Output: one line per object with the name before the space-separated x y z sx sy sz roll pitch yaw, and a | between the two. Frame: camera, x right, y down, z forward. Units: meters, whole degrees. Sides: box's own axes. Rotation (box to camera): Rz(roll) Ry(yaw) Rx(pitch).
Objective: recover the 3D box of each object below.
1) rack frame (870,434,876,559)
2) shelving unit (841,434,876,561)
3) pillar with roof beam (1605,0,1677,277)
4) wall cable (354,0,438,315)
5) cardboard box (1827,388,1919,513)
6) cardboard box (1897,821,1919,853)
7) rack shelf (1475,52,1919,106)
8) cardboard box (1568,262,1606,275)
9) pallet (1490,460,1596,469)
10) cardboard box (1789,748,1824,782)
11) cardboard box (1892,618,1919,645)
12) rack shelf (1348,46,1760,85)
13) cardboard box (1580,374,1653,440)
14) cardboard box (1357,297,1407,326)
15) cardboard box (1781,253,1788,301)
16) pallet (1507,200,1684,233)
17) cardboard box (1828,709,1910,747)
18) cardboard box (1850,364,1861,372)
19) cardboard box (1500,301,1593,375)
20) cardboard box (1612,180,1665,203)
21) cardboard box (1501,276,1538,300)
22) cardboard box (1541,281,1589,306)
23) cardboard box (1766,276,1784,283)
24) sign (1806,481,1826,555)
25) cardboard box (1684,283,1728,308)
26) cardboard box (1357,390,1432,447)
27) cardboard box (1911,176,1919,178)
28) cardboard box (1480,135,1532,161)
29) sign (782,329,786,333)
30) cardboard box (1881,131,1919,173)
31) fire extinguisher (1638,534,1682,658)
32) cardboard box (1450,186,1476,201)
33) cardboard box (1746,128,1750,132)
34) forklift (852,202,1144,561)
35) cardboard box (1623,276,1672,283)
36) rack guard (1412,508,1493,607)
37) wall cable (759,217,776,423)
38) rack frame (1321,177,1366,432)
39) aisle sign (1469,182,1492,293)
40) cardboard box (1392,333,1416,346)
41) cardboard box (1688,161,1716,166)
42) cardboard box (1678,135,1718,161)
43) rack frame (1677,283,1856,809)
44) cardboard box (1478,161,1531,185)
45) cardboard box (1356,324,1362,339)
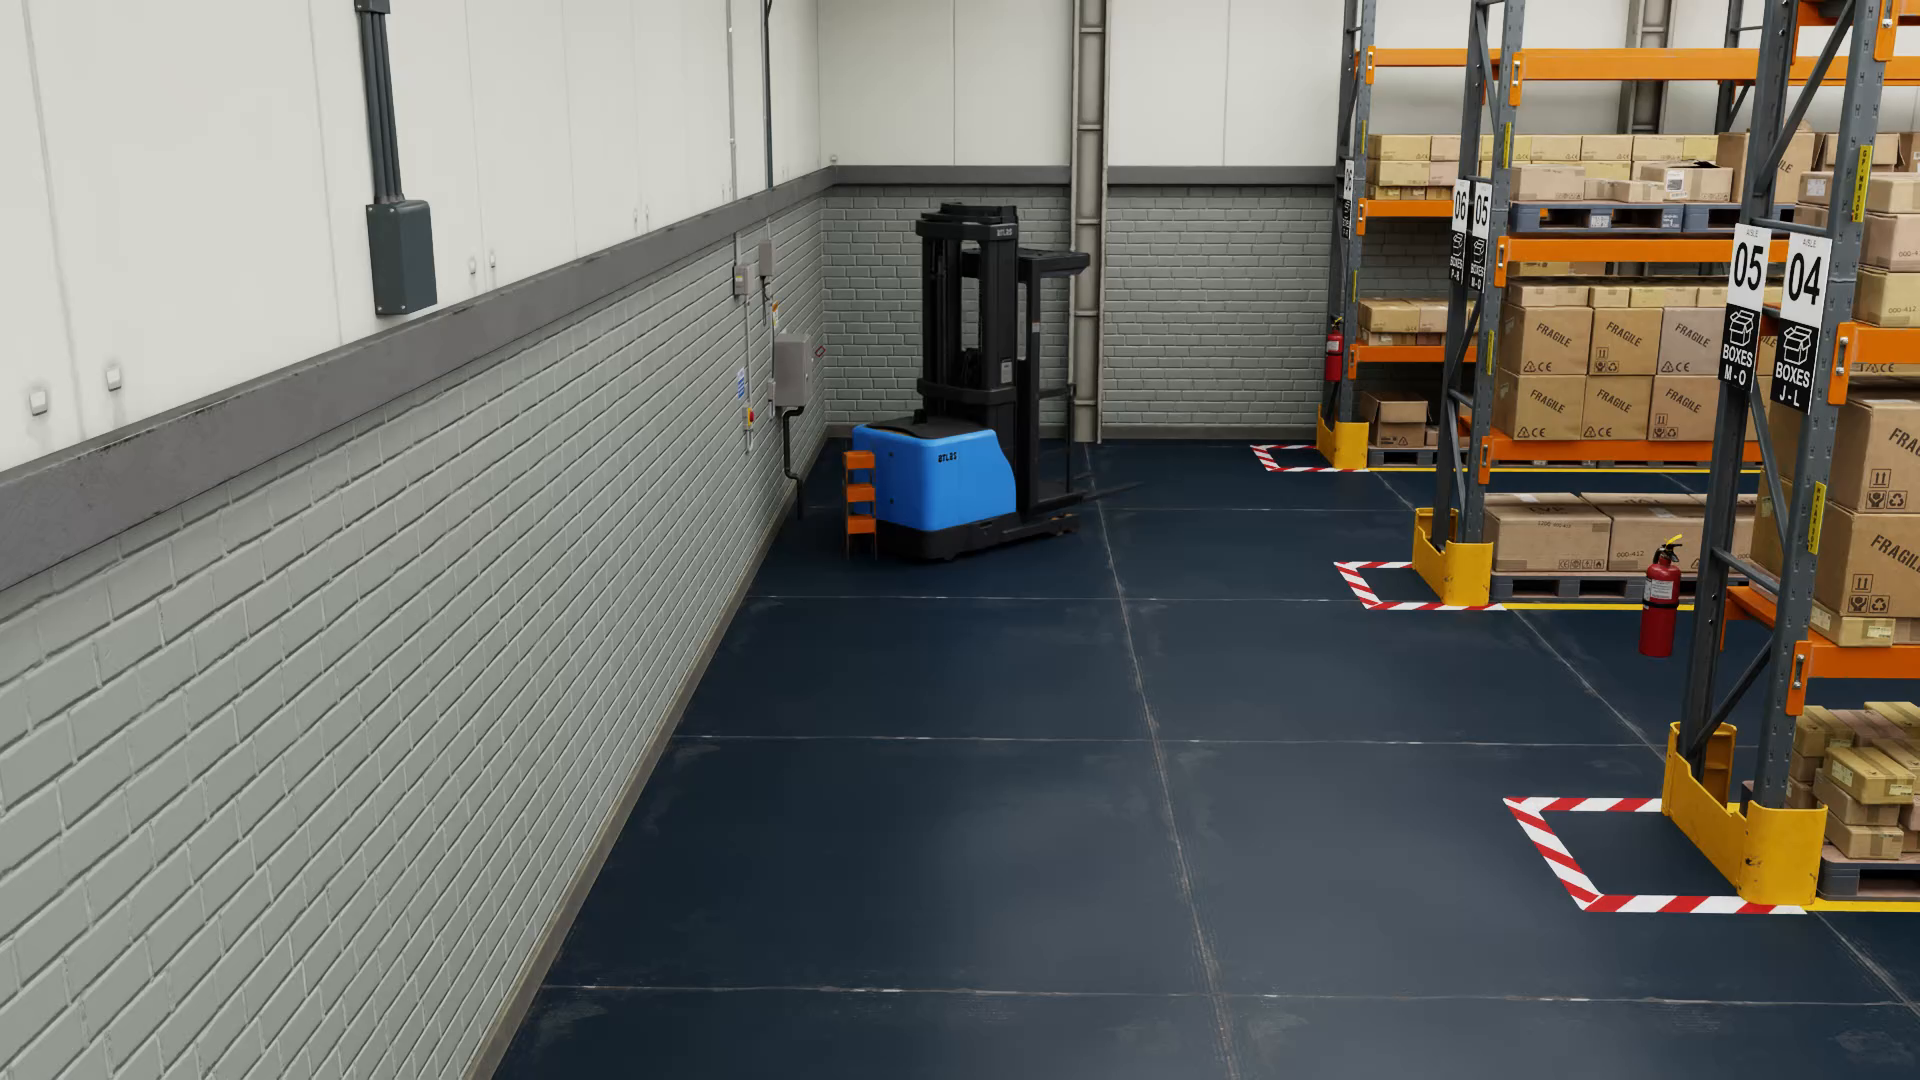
rack frame | -0.742 -0.368 14.175 0.008 1.050 0.200 -4 16 -14
shelving unit | -0.860 -0.361 14.147 0.252 1.050 0.215 -4 16 -14
pillar with roof beam | 7.314 -4.361 13.730 0.400 9.000 9.100 0 15 1
wall cable | -1.842 -3.929 5.786 0.120 5.999 2.277 0 15 1
cardboard box | 4.392 -0.426 7.836 0.500 0.500 0.500 0 15 1
cardboard box | 4.729 1.420 8.343 0.250 0.149 0.380 0 15 1
rack shelf | 5.975 -3.431 12.397 4.000 0.370 1.077 0 15 1
cardboard box | 6.615 -2.835 17.948 0.500 0.500 0.500 0 15 0
pallet | 6.188 -0.987 18.170 1.213 0.211 1.003 0 15 1
cardboard box | 4.485 1.141 8.817 0.250 0.149 0.380 0 15 0
cardboard box | 4.521 0.377 8.023 0.250 0.149 0.380 1 15 3
rack shelf | 6.098 -4.888 17.145 4.000 0.370 1.077 0 15 1
cardboard box | 4.954 -1.060 12.782 0.500 0.500 0.500 0 15 1
cardboard box | 4.565 -2.486 18.094 0.500 0.250 0.500 1 15 3
cardboard box | 4.411 -1.264 8.163 0.500 0.250 0.500 0 15 0
pallet | 4.717 -2.490 12.690 1.213 0.211 1.003 0 15 1
cardboard box | 4.735 1.022 8.686 0.250 0.149 0.380 1 15 3
cardboard box | 6.479 -1.529 12.599 0.500 0.500 0.500 1 15 2
cardboard box | 4.448 -1.540 12.642 0.500 0.500 0.500 0 15 0
cardboard box | 5.057 -2.599 12.403 0.250 0.149 0.380 1 15 3
cardboard box | 4.339 -1.978 13.031 0.250 0.149 0.380 1 15 2
cardboard box | 4.587 -1.873 12.632 0.250 0.149 0.380 1 15 3
cardboard box | 6.387 -1.967 12.989 0.250 0.149 0.380 0 15 1
sign | 3.936 -0.101 7.647 0.005 0.325 0.100 0 15 1
cardboard box | 5.620 -1.844 12.524 0.250 0.149 0.380 1 15 2
cardboard box | 4.707 -1.318 18.025 0.637 0.503 0.797 0 15 -1
cardboard box | 4.522 -1.567 7.552 0.250 0.149 0.380 1 15 4
cardboard box | 5.546 -4.039 17.118 0.500 0.250 0.500 0 15 1
sign | -1.657 -1.731 15.707 0.001 0.494 0.329 0 15 1
cardboard box | 7.391 -2.866 12.726 0.500 0.500 0.500 1 15 2
fire extinguisher | 3.710 0.277 8.792 0.183 0.674 0.296 0 15 1
cardboard box | 5.176 -3.589 17.174 0.250 0.149 0.380 1 15 3
cardboard box | 8.405 -4.264 17.319 0.258 0.266 0.396 0 15 1
forklift | 0.457 -1.541 14.935 3.031 2.935 1.130 -14 20 -42
cardboard box | 5.364 -1.971 13.002 0.250 0.149 0.380 0 15 1
rack guard | 3.951 0.124 13.389 0.348 0.500 1.175 0 15 1
wall cable | -1.637 -1.968 14.428 0.122 1.984 0.588 0 15 1
rack frame | 4.098 -2.350 17.867 0.127 3.000 1.000 0 15 1
aisle sign | 3.896 -2.268 12.459 0.004 0.787 0.394 0 15 1
cardboard box | 4.676 -2.167 17.664 0.250 0.149 0.380 1 15 3
cardboard box | 7.608 -3.785 17.137 0.500 0.250 0.500 0 15 2
cardboard box | 7.586 -4.029 17.083 0.500 0.250 0.500 0 15 2
rack frame | 3.950 0.179 8.282 0.127 3.000 1.000 0 15 1
cardboard box | 5.555 -3.795 17.173 0.500 0.250 0.500 0 15 0
cardboard box | 4.437 -2.295 18.151 0.250 0.149 0.380 0 15 1
